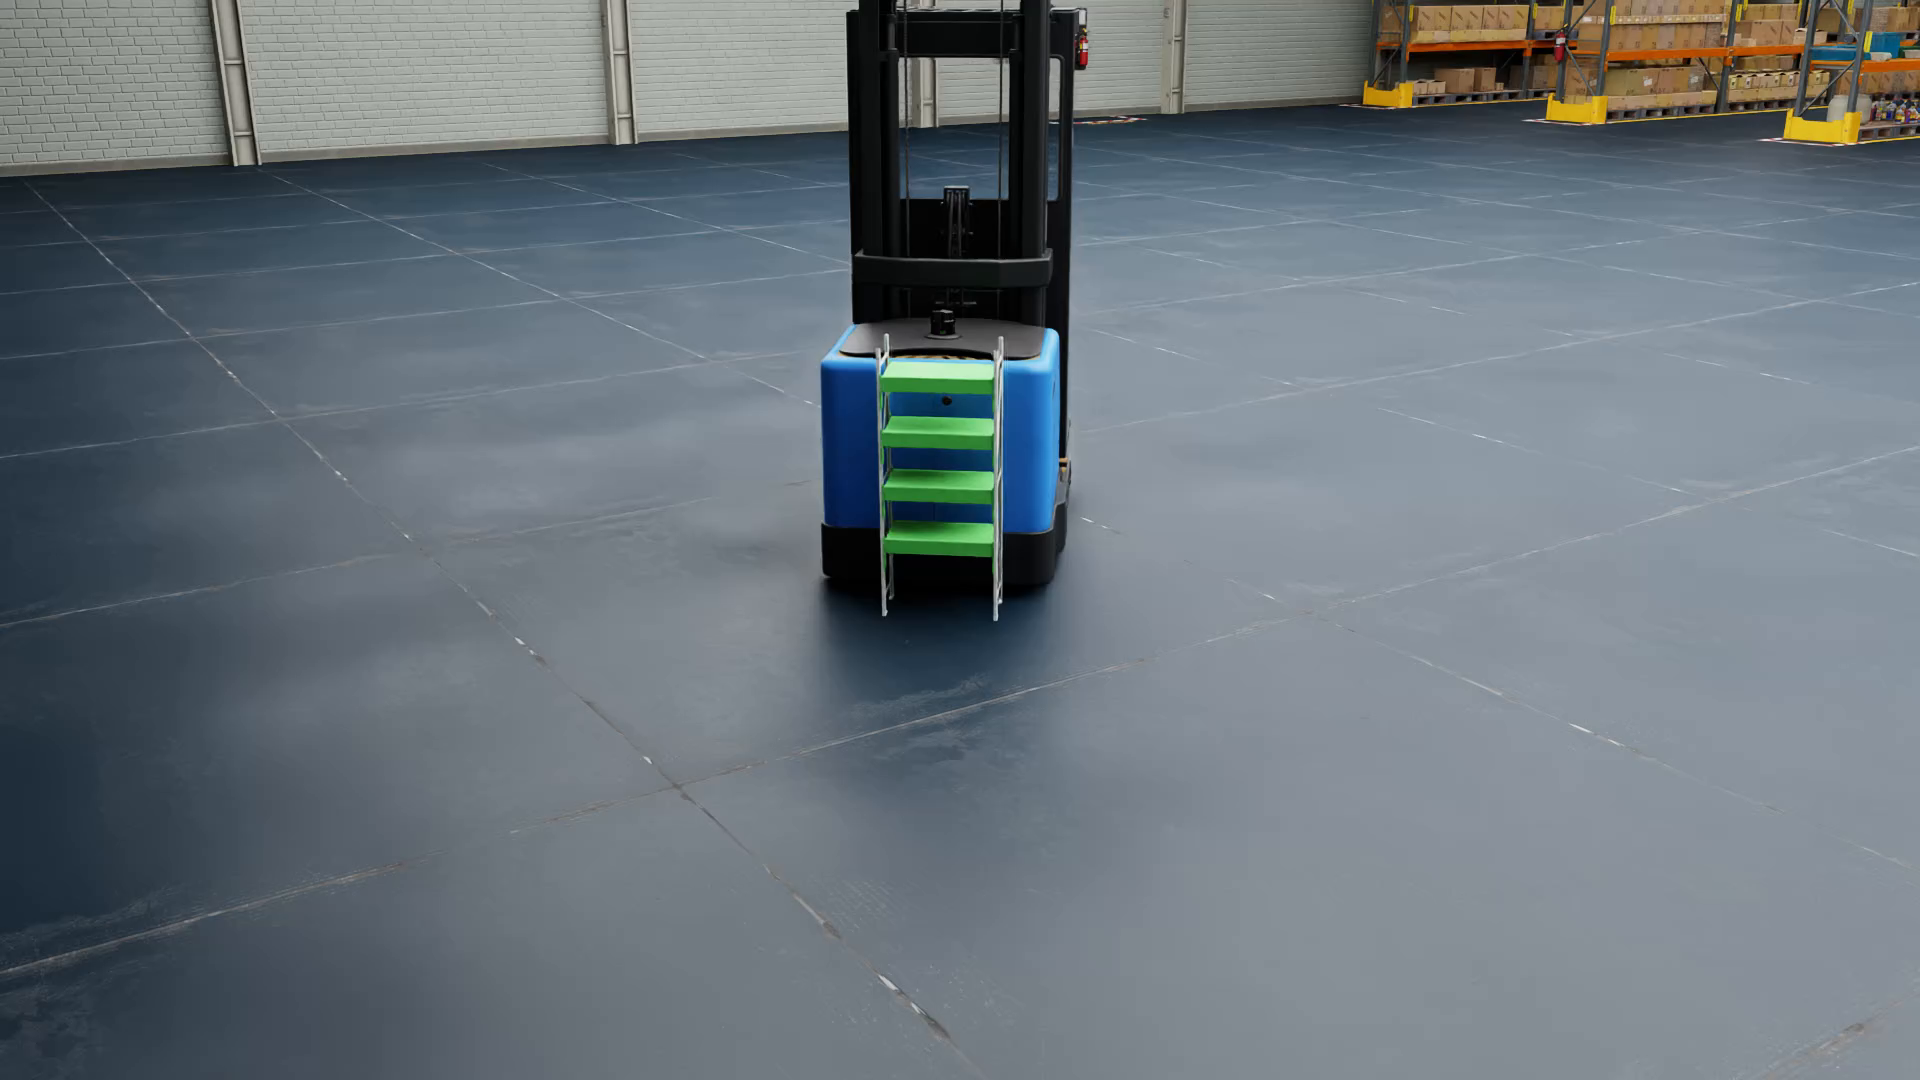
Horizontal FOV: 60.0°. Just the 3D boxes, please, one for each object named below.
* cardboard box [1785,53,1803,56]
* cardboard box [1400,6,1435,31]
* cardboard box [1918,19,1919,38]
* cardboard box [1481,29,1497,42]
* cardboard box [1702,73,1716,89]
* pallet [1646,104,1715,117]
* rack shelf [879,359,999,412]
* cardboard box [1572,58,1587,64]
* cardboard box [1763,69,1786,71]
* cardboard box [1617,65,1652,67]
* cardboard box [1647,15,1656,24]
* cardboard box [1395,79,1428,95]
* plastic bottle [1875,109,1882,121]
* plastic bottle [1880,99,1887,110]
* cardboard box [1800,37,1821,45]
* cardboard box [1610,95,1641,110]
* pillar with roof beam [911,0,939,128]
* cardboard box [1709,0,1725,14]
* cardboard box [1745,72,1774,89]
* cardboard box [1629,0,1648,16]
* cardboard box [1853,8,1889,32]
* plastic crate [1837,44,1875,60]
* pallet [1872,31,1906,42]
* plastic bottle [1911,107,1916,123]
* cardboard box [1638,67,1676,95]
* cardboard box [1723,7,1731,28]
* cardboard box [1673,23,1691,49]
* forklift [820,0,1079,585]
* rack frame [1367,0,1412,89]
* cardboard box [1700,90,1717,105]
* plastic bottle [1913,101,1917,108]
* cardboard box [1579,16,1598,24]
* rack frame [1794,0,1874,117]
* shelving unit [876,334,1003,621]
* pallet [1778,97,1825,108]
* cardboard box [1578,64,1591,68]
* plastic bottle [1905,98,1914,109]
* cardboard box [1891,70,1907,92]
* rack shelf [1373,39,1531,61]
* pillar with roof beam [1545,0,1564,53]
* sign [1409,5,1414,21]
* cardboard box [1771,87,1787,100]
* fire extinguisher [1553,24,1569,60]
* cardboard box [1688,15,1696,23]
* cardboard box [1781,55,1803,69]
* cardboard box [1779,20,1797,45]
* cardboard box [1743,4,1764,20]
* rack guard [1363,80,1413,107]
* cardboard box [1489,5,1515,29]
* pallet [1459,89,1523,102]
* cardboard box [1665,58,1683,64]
[{"bbox_3d":[21.879,-12.779,43.596,0.250,0.149,0.380,-11,22,-30],"label":"cardboard box"},{"bbox_3d":[9.830,-11.203,35.731,0.500,0.500,0.500,-12,22,-31],"label":"cardboard box"},{"bbox_3d":[22.292,-11.899,38.602,0.500,0.500,0.500,-11,22,-31],"label":"cardboard box"},{"bbox_3d":[11.546,-11.206,36.911,0.500,0.250,0.500,-12,22,-32],"label":"cardboard box"},{"bbox_3d":[15.515,-9.596,34.708,0.500,0.311,0.500,-12,22,-31],"label":"cardboard box"},{"bbox_3d":[14.647,-8.836,34.052,1.213,0.211,1.003,-12,22,-31],"label":"pallet"},{"bbox_3d":[-0.082,-0.649,6.975,0.480,0.148,0.258,2,21,6],"label":"rack shelf"},{"bbox_3d":[14.437,-11.378,39.262,0.500,0.250,0.500,-12,22,-32],"label":"cardboard box"},{"bbox_3d":[17.642,-10.044,36.033,0.500,0.311,0.500,-13,22,-33],"label":"cardboard box"},{"bbox_3d":[13.523,-9.275,33.462,0.500,0.500,0.500,-12,22,-31],"label":"cardboard box"},{"bbox_3d":[13.301,-10.130,32.356,0.250,0.149,0.380,-13,23,-33],"label":"cardboard box"},{"bbox_3d":[9.893,-9.938,36.469,0.500,0.311,0.500,-15,24,-37],"label":"cardboard box"},{"bbox_3d":[16.433,-7.611,29.756,0.097,0.201,0.097,0,19,0],"label":"plastic bottle"},{"bbox_3d":[16.640,-7.775,30.007,0.185,0.351,0.144,-12,22,-32],"label":"plastic bottle"},{"bbox_3d":[18.076,-10.639,35.423,0.250,0.149,0.380,-12,22,-31],"label":"cardboard box"},{"bbox_3d":[12.979,-8.602,32.642,0.500,0.250,0.500,-12,22,-31],"label":"cardboard box"},{"bbox_3d":[1.720,-10.837,26.250,0.400,9.000,9.100,-12,22,-31],"label":"pillar with roof beam"},{"bbox_3d":[14.967,-10.868,33.526,0.500,0.500,0.700,-12,22,-31],"label":"cardboard box"},{"bbox_3d":[16.669,-9.632,34.815,0.500,0.311,0.500,-13,22,-33],"label":"cardboard box"},{"bbox_3d":[12.871,-10.426,32.218,0.500,0.500,0.700,-13,22,-33],"label":"cardboard box"},{"bbox_3d":[20.008,-11.488,36.730,0.500,0.500,0.700,-8,20,-21],"label":"cardboard box"},{"bbox_3d":[15.514,-8.466,28.837,0.408,0.251,0.499,-12,22,-31],"label":"plastic crate"},{"bbox_3d":[20.297,-11.243,37.118,1.213,0.211,1.003,-12,22,-31],"label":"pallet"},{"bbox_3d":[16.770,-7.486,29.277,0.097,0.271,0.097,0,19,0],"label":"plastic bottle"},{"bbox_3d":[13.818,-9.131,33.038,0.500,0.500,0.500,-12,22,-31],"label":"cardboard box"},{"bbox_3d":[19.041,-13.068,41.565,0.500,0.500,0.500,-12,22,-32],"label":"cardboard box"},{"bbox_3d":[14.109,-10.071,33.196,0.500,0.500,0.700,-12,22,-31],"label":"cardboard box"},{"bbox_3d":[0.027,-1.616,8.449,1.130,2.935,3.031,2,19,5],"label":"forklift"},{"bbox_3d":[9.266,-10.906,35.820,0.127,3.000,1.000,-12,22,-31],"label":"rack frame"},{"bbox_3d":[15.067,-9.042,33.945,0.500,0.250,0.500,-12,22,-31],"label":"cardboard box"},{"bbox_3d":[17.548,-7.937,30.613,0.097,0.271,0.097,0,19,0],"label":"plastic bottle"},{"bbox_3d":[12.208,-10.054,32.132,0.250,0.149,0.380,-12,22,-32],"label":"cardboard box"},{"bbox_3d":[14.715,-8.256,27.981,0.127,3.000,1.000,-12,22,-31],"label":"rack frame"},{"bbox_3d":[-0.080,-0.261,7.125,0.503,1.200,0.258,2,21,6],"label":"shelving unit"},{"bbox_3d":[17.966,-9.535,36.119,1.213,0.211,1.003,-12,22,-31],"label":"pallet"},{"bbox_3d":[14.481,-11.044,39.444,0.500,0.500,0.700,-12,22,-32],"label":"cardboard box"},{"bbox_3d":[17.232,-7.844,30.213,0.185,0.351,0.144,-12,22,-31],"label":"plastic bottle"},{"bbox_3d":[20.925,-10.383,37.489,0.500,0.500,0.500,-12,22,-31],"label":"cardboard box"},{"bbox_3d":[10.936,-10.917,36.977,4.000,0.370,1.077,-12,22,-31],"label":"rack shelf"},{"bbox_3d":[16.754,-14.008,35.628,0.400,9.000,9.100,-12,22,-31],"label":"pillar with roof beam"},{"bbox_3d":[9.565,-11.171,35.252,0.005,0.325,0.100,-12,22,-31],"label":"sign"},{"bbox_3d":[17.091,-9.458,35.175,0.500,0.250,0.500,-11,22,-30],"label":"cardboard box"},{"bbox_3d":[11.639,-9.648,32.221,0.183,0.674,0.296,-12,22,-31],"label":"fire extinguisher"},{"bbox_3d":[14.374,-10.357,33.027,0.250,0.149,0.380,-12,22,-32],"label":"cardboard box"},{"bbox_3d":[21.681,-12.501,43.784,0.500,0.500,0.700,-12,22,-32],"label":"cardboard box"},{"bbox_3d":[17.283,-10.738,35.167,0.500,0.500,0.500,-13,23,-34],"label":"cardboard box"},{"bbox_3d":[19.750,-13.253,42.293,0.700,0.700,0.980,-12,22,-31],"label":"cardboard box"},{"bbox_3d":[9.329,-9.735,36.260,0.348,0.500,1.175,-12,22,-31],"label":"rack guard"},{"bbox_3d":[11.968,-11.649,37.049,0.500,0.500,0.500,-12,22,-32],"label":"cardboard box"},{"bbox_3d":[12.065,-10.162,37.972,1.213,0.211,1.003,-12,22,-31],"label":"pallet"},{"bbox_3d":[17.369,-11.742,40.995,0.750,0.750,0.750,-12,22,-32],"label":"cardboard box"}]
